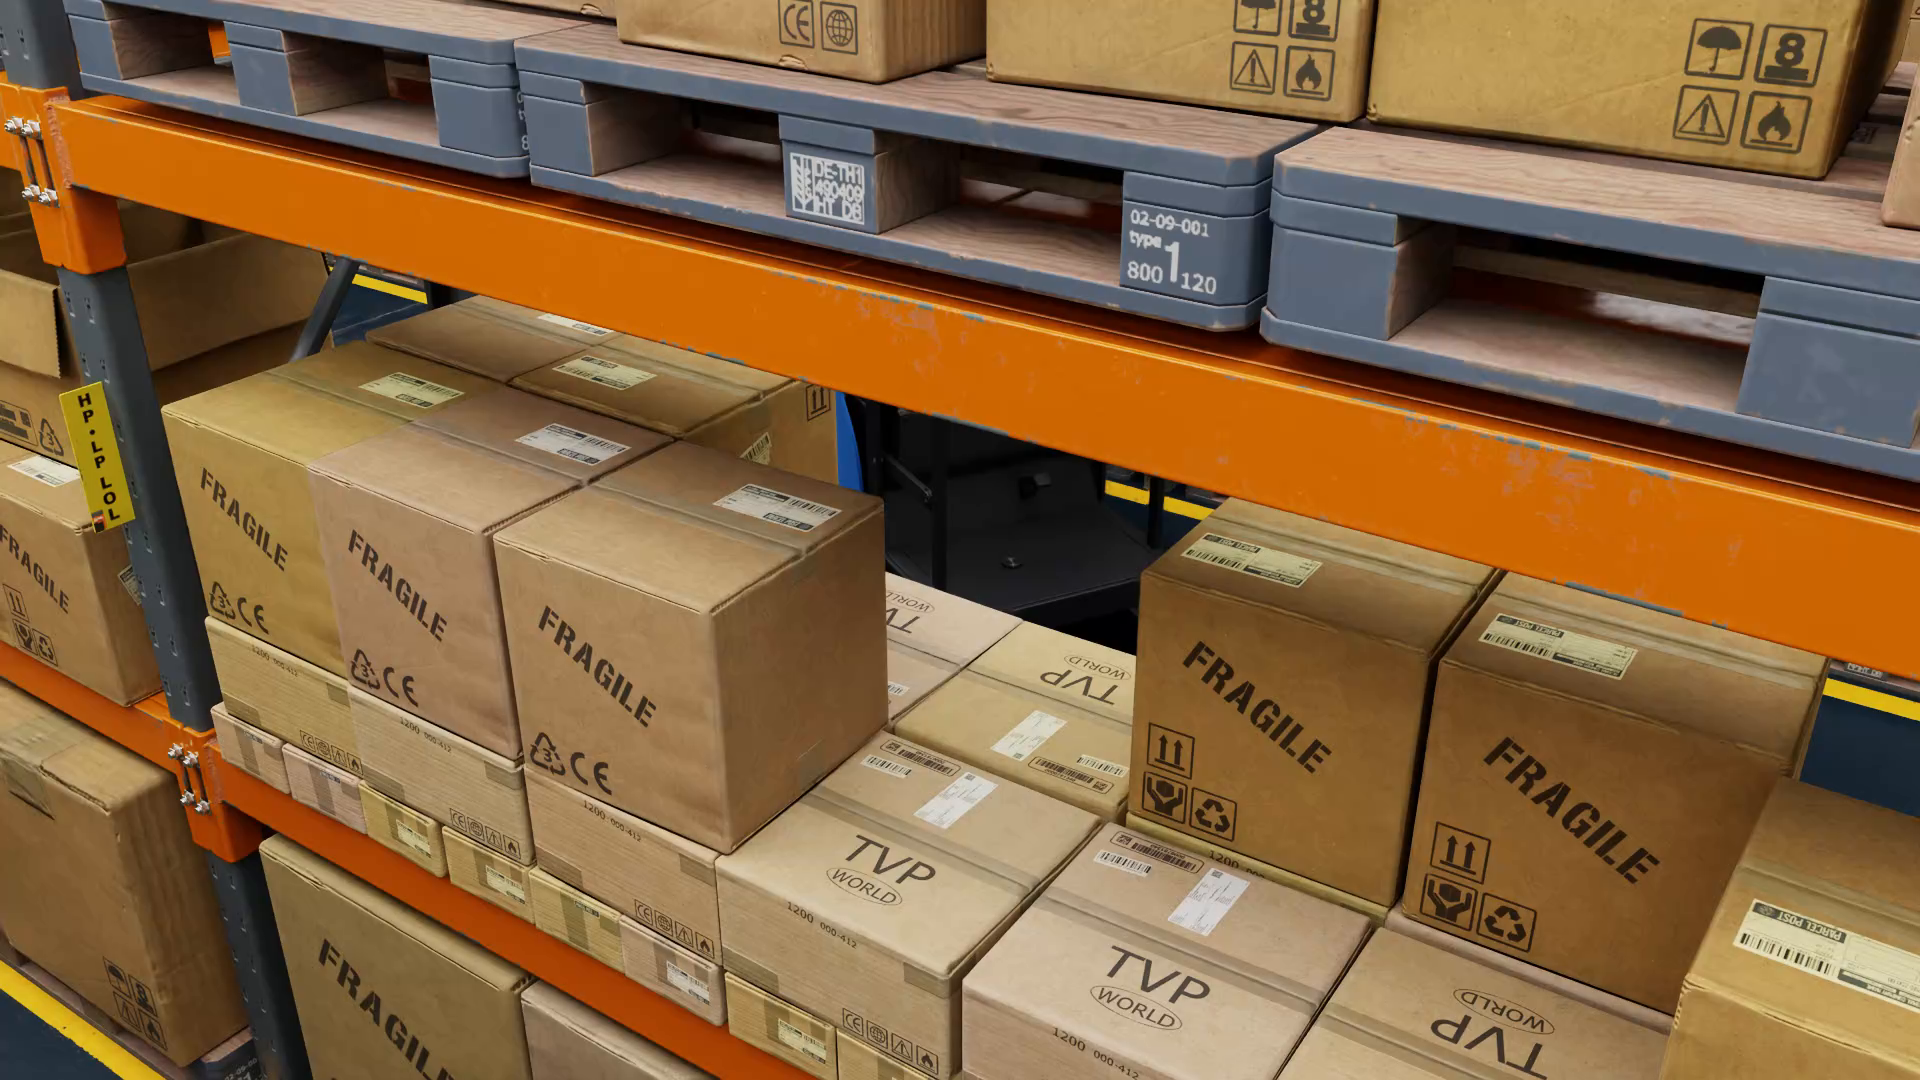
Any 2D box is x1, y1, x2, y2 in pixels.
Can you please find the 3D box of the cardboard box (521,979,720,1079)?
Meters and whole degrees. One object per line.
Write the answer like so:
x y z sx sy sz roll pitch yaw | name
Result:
-0.324 1.288 3.791 0.875 0.875 0.875 17 32 30 | cardboard box

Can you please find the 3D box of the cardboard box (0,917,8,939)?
-2.841 0.472 5.396 0.875 0.875 1.225 16 31 29 | cardboard box

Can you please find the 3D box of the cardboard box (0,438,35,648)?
-2.509 -0.094 4.518 0.500 0.500 0.500 18 32 32 | cardboard box

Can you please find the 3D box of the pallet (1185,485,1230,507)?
1.868 -0.337 8.179 1.213 0.211 1.003 17 32 30 | pallet

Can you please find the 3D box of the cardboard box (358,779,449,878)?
-1.075 0.545 3.649 0.250 0.149 0.380 18 32 32 | cardboard box

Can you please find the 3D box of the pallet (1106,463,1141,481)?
0.627 -0.725 8.942 1.213 0.211 1.003 17 32 30 | pallet

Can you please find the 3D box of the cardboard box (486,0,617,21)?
-0.445 -1.197 2.804 0.500 0.500 0.700 19 33 33 | cardboard box

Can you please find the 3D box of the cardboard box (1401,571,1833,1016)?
1.078 0.372 2.722 0.500 0.500 0.500 16 31 29 | cardboard box

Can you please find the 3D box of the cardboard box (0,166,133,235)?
-2.655 -0.735 4.671 0.637 0.503 0.797 18 32 31 | cardboard box

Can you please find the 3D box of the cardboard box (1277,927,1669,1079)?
0.765 0.904 2.505 0.500 0.250 0.500 17 31 29 | cardboard box

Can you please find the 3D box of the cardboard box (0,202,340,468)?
-2.096 -0.555 4.317 0.637 0.503 0.797 16 31 29 | cardboard box

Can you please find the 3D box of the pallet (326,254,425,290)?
-3.676 -2.065 11.576 1.213 0.211 1.003 17 32 30 | pallet

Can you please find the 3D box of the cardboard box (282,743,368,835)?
-1.293 0.478 3.781 0.250 0.149 0.380 16 31 29 | cardboard box

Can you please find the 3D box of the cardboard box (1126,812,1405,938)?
0.645 0.574 3.153 0.500 0.250 0.500 16 31 29 | cardboard box

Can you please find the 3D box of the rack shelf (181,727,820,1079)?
0.084 0.932 3.405 4.000 0.370 1.077 17 32 30 | rack shelf

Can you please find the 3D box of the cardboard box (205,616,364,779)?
-1.326 0.251 3.788 0.500 0.250 0.500 17 31 29 | cardboard box

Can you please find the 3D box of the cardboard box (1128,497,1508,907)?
0.647 0.242 2.979 0.500 0.500 0.500 16 31 29 | cardboard box

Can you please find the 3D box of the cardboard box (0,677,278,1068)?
-2.103 0.701 4.945 0.875 0.875 1.225 17 32 30 | cardboard box

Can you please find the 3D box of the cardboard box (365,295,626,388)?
-1.034 -0.284 4.012 0.500 0.500 0.500 18 32 32 | cardboard box

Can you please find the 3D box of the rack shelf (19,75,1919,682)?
0.084 -0.405 2.724 4.000 0.370 1.077 17 32 30 | rack shelf

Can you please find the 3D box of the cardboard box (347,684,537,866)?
-0.919 0.380 3.533 0.500 0.250 0.500 17 32 30 | cardboard box

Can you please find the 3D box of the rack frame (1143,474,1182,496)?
1.240 -1.754 7.889 0.127 3.000 1.000 17 32 30 | rack frame

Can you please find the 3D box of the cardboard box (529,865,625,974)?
-0.646 0.677 3.389 0.250 0.149 0.380 17 31 30 | cardboard box

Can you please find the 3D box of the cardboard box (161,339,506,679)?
-1.315 -0.084 3.618 0.500 0.500 0.500 17 32 30 | cardboard box

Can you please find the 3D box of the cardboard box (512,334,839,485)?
-0.624 -0.154 3.756 0.500 0.500 0.500 18 32 31 | cardboard box

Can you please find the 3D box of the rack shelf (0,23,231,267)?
-3.213 -1.432 4.743 4.000 0.370 1.077 17 32 30 | rack shelf

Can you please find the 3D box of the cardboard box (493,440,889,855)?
-0.481 0.178 3.104 0.500 0.500 0.500 16 31 29 | cardboard box

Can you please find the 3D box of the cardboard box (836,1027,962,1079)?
-0.007 0.876 2.998 0.250 0.149 0.380 18 32 31 | cardboard box

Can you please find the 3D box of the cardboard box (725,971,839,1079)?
-0.223 0.810 3.129 0.250 0.149 0.380 16 31 29 | cardboard box

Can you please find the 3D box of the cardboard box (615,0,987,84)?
-0.094 -1.010 2.436 0.500 0.500 0.700 19 33 32 | cardboard box

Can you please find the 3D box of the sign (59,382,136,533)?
-1.864 -0.178 3.602 0.005 0.325 0.100 17 32 30 | sign

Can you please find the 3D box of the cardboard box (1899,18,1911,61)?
5.568 -3.027 10.280 0.500 0.500 0.500 17 31 30 | cardboard box

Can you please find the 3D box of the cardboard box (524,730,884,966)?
-0.488 0.511 3.276 0.500 0.250 0.500 18 32 32 | cardboard box

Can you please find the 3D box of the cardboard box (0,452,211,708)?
-2.105 0.035 4.263 0.500 0.500 0.500 17 32 30 | cardboard box

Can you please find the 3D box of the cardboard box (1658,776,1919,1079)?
1.182 0.698 2.081 0.500 0.500 0.500 18 32 31 | cardboard box

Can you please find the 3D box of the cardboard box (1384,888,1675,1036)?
1.058 0.704 2.897 0.500 0.250 0.500 17 31 30 | cardboard box

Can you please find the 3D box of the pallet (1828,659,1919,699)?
3.879 0.290 6.948 1.213 0.211 1.003 17 32 30 | pallet

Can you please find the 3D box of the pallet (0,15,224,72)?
-2.348 -1.371 4.040 1.217 0.209 0.805 16 31 28 | pallet

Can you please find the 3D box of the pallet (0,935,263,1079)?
-2.243 1.171 5.217 1.213 0.211 1.003 17 32 30 | pallet

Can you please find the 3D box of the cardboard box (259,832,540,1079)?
-1.066 1.057 4.245 0.875 0.875 0.875 17 32 30 | cardboard box

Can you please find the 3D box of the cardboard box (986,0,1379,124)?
0.424 -0.906 2.232 0.500 0.500 0.700 15 31 27 | cardboard box

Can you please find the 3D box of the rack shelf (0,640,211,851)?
-3.213 -0.095 5.423 4.000 0.370 1.077 17 32 30 | rack shelf

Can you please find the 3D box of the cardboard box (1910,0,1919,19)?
5.975 -3.340 9.793 0.500 0.500 0.500 18 32 32 | cardboard box

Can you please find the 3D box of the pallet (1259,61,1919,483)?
1.115 -0.359 1.939 1.213 0.211 1.003 17 32 30 | pallet

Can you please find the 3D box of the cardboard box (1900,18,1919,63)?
5.983 -2.898 10.026 0.500 0.500 0.500 18 32 31 | cardboard box

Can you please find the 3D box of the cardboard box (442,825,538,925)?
-0.857 0.612 3.517 0.250 0.149 0.380 16 31 29 | cardboard box

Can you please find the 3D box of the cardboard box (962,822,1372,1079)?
0.345 0.773 2.761 0.500 0.250 0.500 16 31 29 | cardboard box

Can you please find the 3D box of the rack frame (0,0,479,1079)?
-1.565 0.098 4.251 0.127 3.000 1.000 17 32 30 | rack frame

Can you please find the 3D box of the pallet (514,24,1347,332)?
0.105 -0.672 2.554 1.213 0.211 1.003 17 32 30 | pallet

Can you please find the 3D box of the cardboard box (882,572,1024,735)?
-0.203 0.310 3.670 0.500 0.250 0.500 18 32 31 | cardboard box

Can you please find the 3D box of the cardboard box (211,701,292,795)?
-1.509 0.410 3.914 0.250 0.149 0.380 17 32 30 | cardboard box

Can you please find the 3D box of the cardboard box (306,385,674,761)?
-0.913 0.046 3.363 0.500 0.500 0.500 17 32 30 | cardboard box

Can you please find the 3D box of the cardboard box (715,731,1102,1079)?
-0.086 0.641 3.021 0.500 0.250 0.500 17 32 30 | cardboard box

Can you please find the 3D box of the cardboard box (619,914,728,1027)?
-0.440 0.743 3.260 0.250 0.149 0.380 18 32 31 | cardboard box

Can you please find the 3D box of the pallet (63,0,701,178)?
-0.896 -0.985 3.170 1.213 0.211 1.003 17 32 30 | pallet

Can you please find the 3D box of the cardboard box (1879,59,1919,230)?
1.274 -0.602 1.634 0.500 0.500 0.700 15 31 27 | cardboard box

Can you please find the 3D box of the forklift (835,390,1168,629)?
0.242 -0.963 6.412 1.130 2.935 3.031 -13 30 -23 | forklift

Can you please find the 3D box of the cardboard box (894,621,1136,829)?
0.212 0.442 3.412 0.500 0.250 0.500 17 31 29 | cardboard box

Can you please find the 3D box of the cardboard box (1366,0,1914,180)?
0.878 -0.791 2.007 0.500 0.500 0.700 16 31 29 | cardboard box
